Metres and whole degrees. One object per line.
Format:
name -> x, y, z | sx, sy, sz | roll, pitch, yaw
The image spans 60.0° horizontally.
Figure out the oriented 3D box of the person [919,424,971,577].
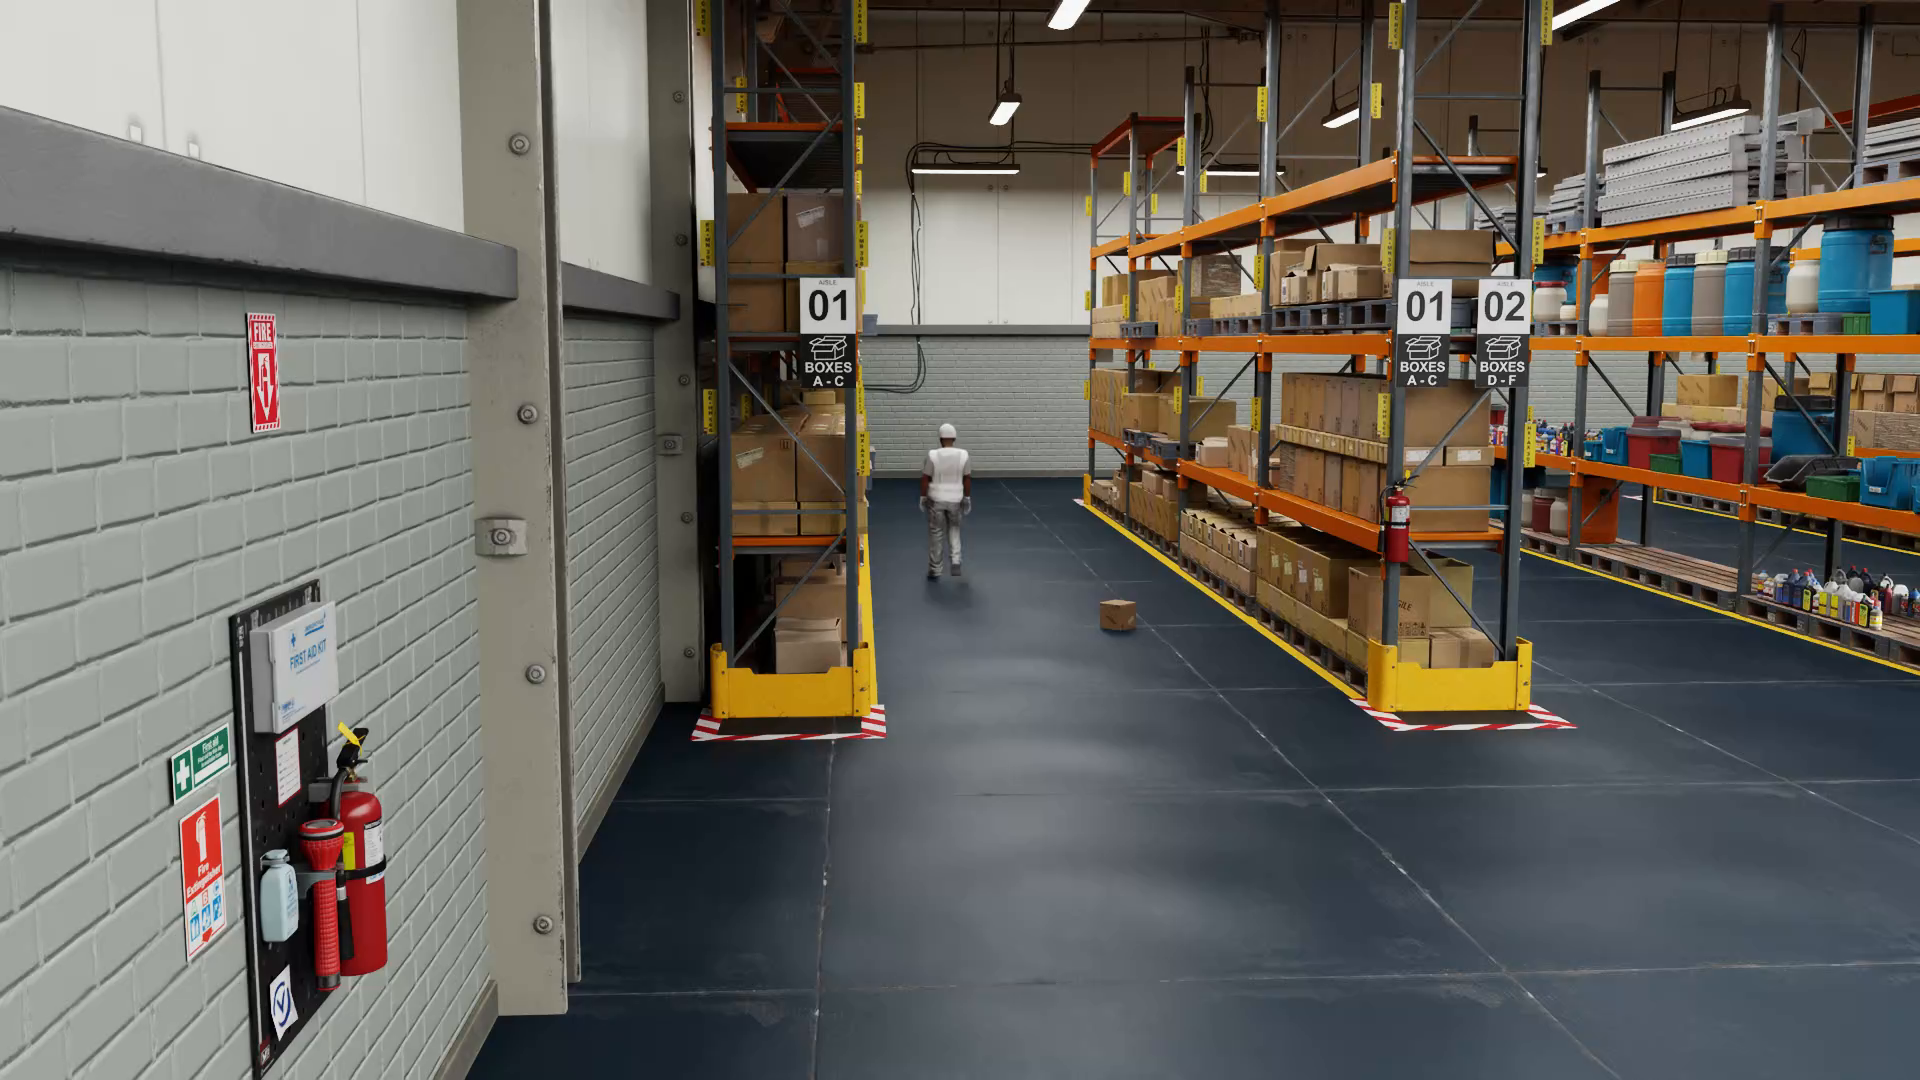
person -> -0.179, -0.455, 19.449 | 0.594, 1.812, 0.453 | -2, 7, -15
